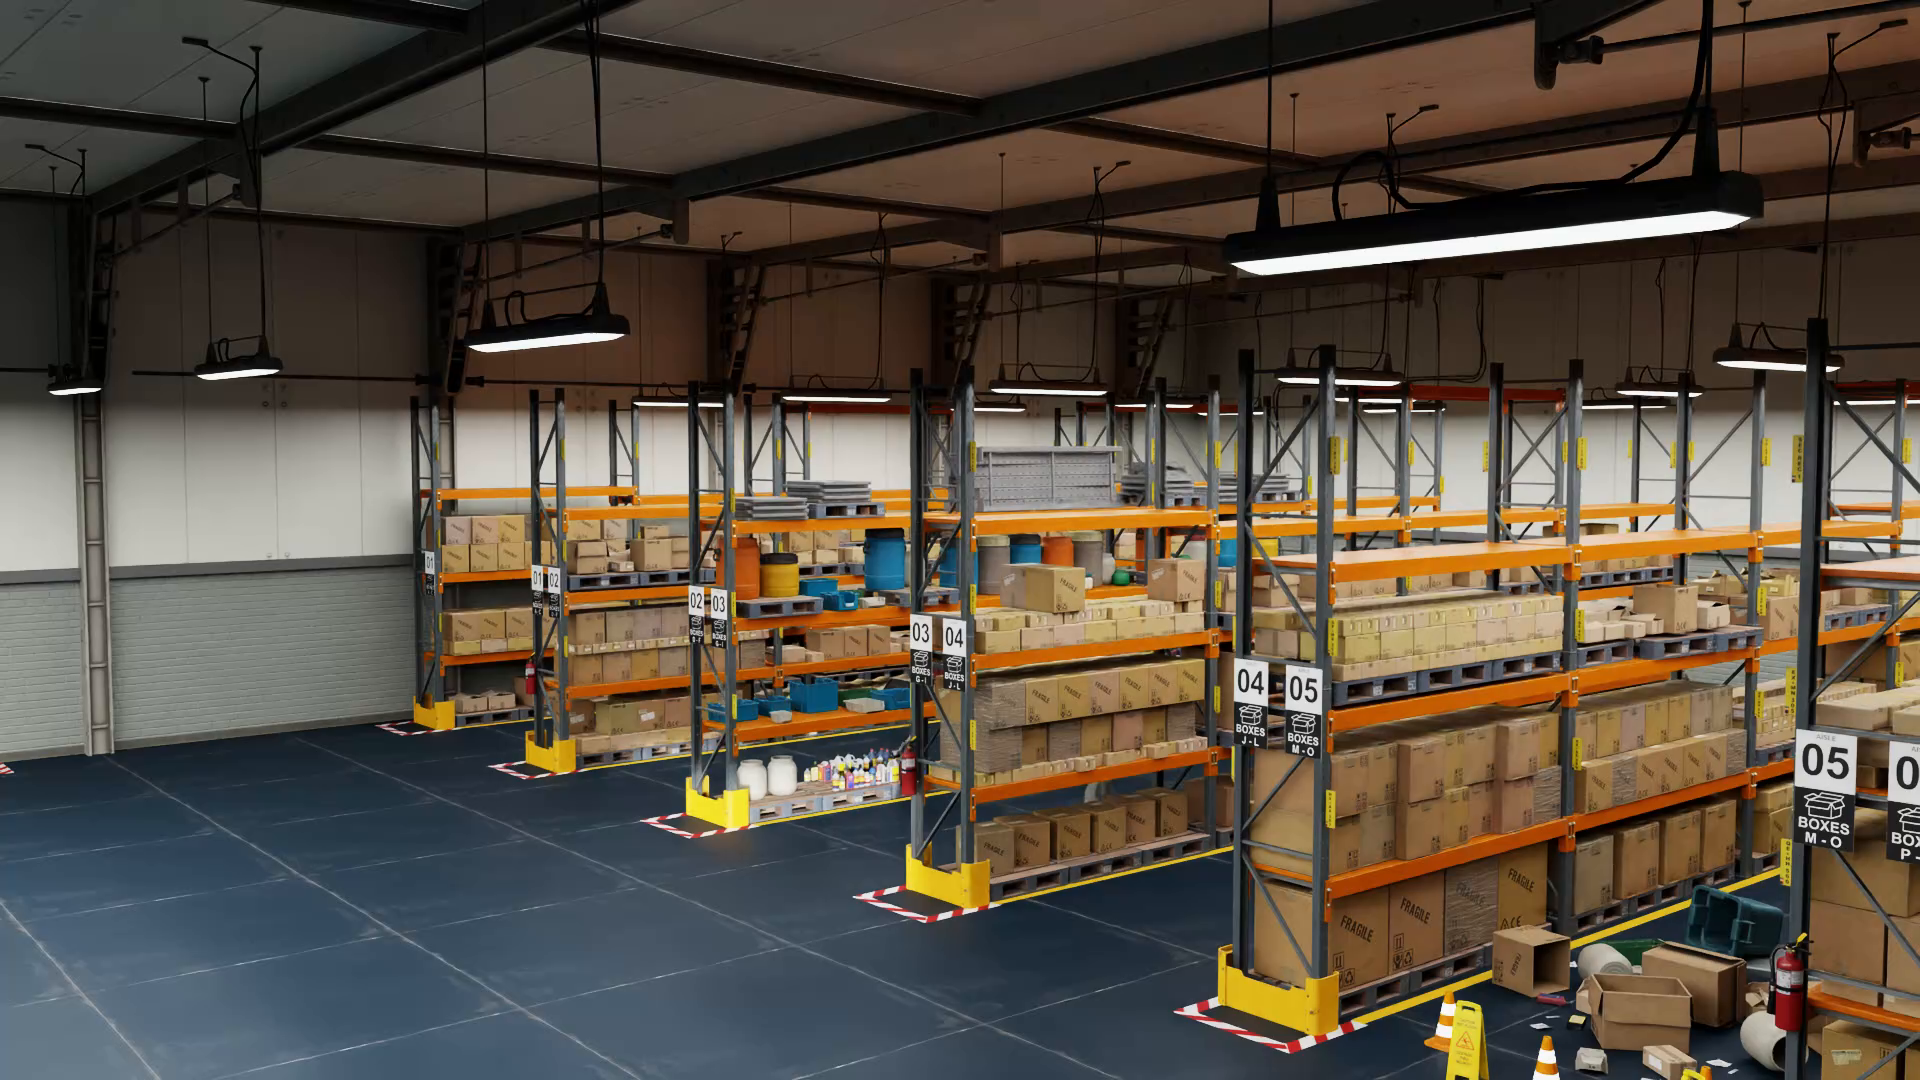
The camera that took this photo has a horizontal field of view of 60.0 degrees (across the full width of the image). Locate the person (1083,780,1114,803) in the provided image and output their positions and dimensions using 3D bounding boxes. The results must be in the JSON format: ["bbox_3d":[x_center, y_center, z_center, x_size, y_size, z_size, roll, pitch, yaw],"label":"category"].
[{"bbox_3d":[1.903,3.080,23.352,0.650,1.418,0.557,-1,3,-12],"label":"person"}]

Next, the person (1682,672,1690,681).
[{"bbox_3d":[11.195,2.830,25.636,0.843,1.612,0.442,-3,5,-42],"label":"person"}]

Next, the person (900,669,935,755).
[{"bbox_3d":[-0.621,2.794,26.817,0.719,1.592,0.568,-3,4,-37],"label":"person"}]
